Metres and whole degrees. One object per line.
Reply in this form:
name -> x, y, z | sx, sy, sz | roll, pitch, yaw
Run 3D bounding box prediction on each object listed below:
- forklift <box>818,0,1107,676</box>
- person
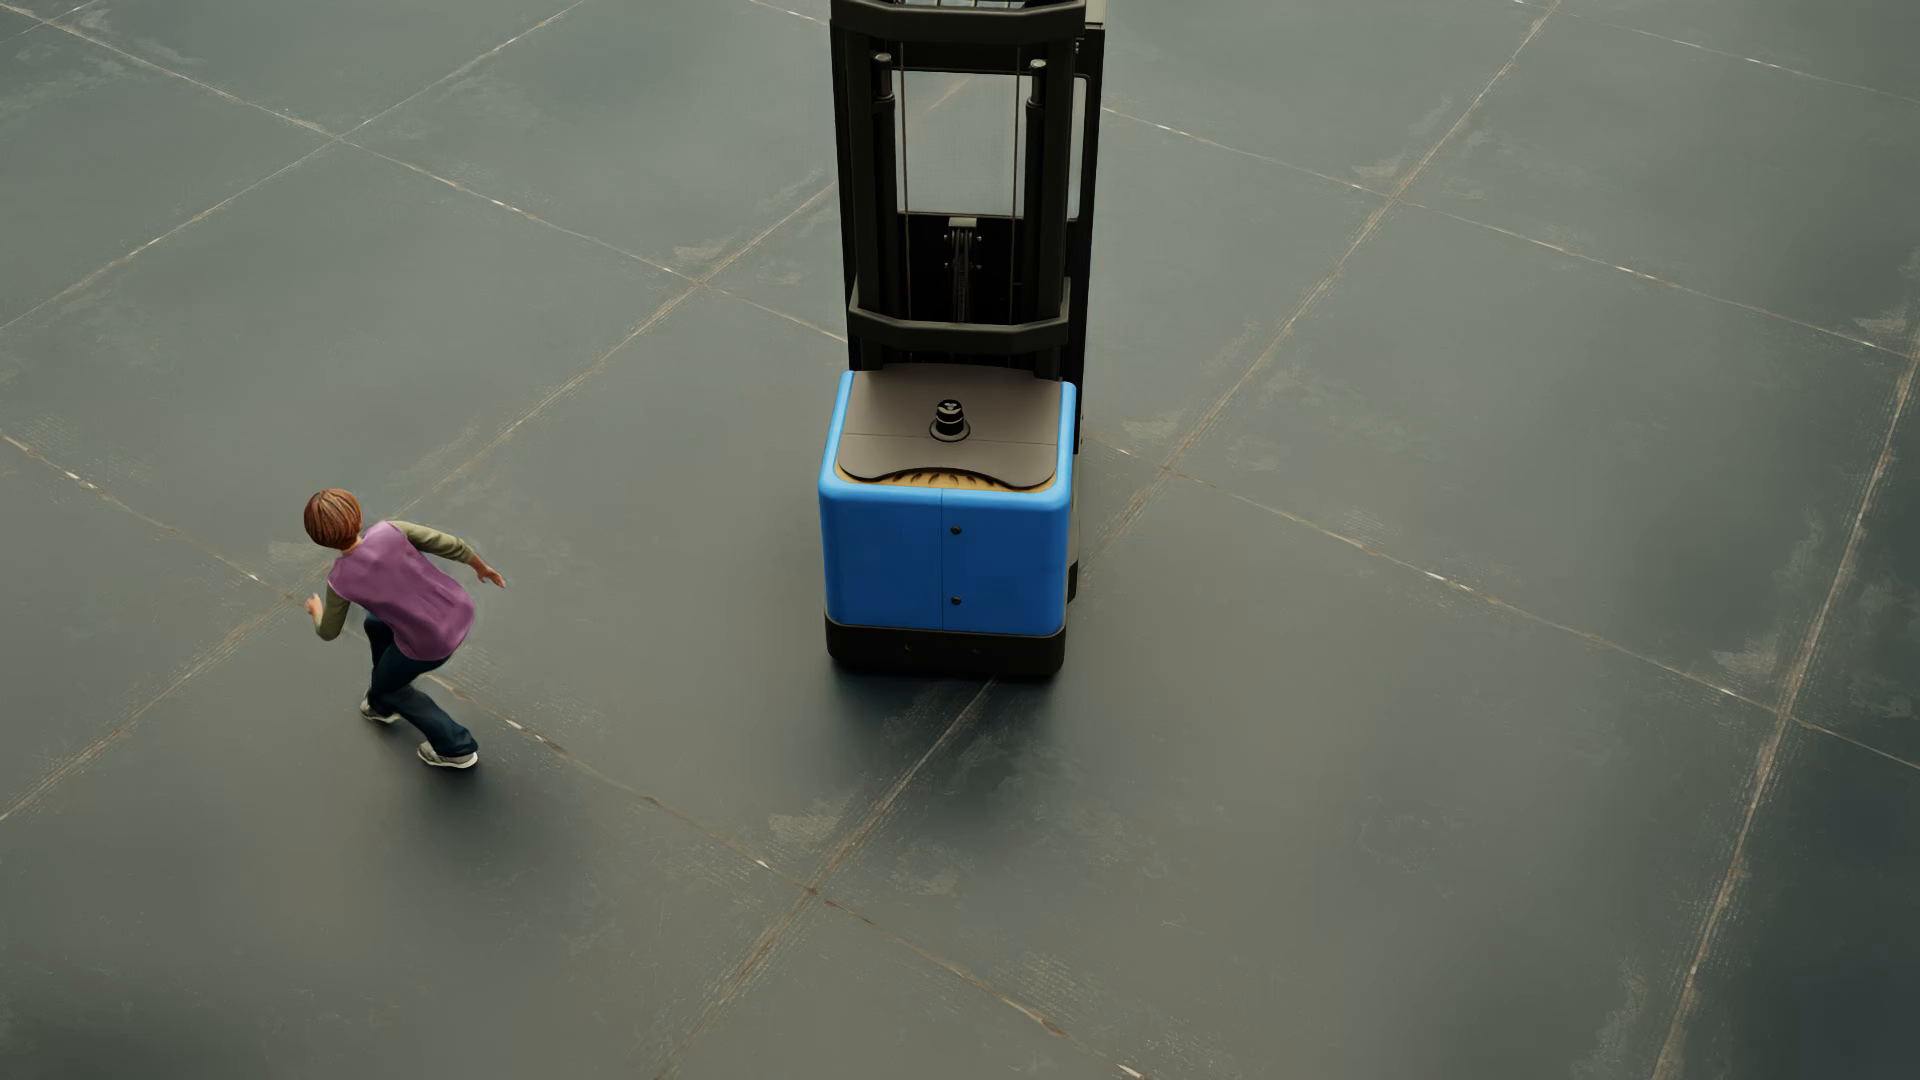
forklift -> 0.051, -1.482, 7.412 | 1.130, 2.935, 3.031 | 3, 44, 3
person -> -2.273, 0.292, 6.682 | 0.688, 1.391, 0.636 | 17, 46, 17
